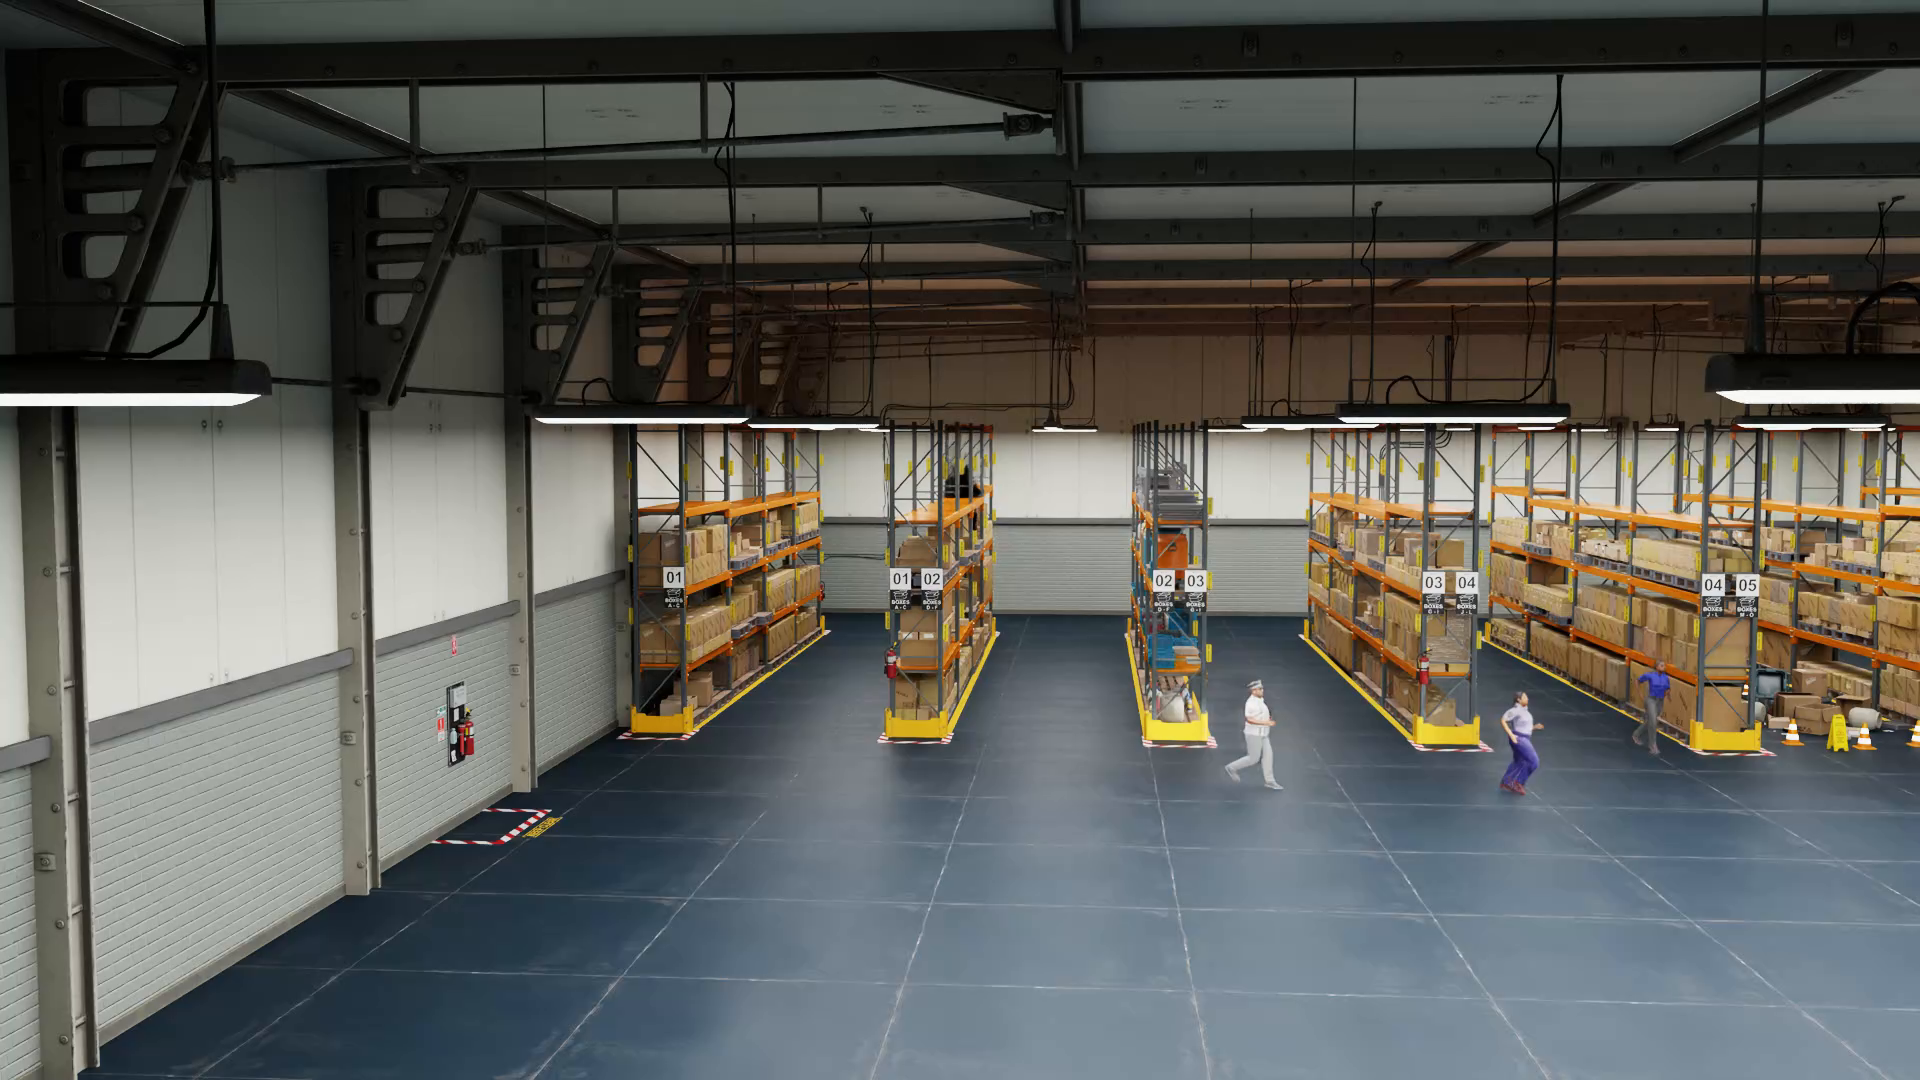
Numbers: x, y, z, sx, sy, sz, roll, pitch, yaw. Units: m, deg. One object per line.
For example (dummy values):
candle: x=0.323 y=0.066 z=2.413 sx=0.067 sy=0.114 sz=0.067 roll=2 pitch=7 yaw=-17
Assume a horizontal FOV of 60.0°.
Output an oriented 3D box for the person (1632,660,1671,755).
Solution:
person: x=12.614 y=3.006 z=30.208 sx=0.606 sy=1.673 sz=0.878 roll=-1 pitch=4 yaw=-18

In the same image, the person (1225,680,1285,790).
person: x=4.772 y=3.133 z=26.839 sx=0.954 sy=1.780 sz=0.664 roll=2 pitch=4 yaw=26

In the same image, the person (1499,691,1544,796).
person: x=8.949 y=3.235 z=26.470 sx=0.663 sy=1.653 sz=0.577 roll=2 pitch=4 yaw=29
